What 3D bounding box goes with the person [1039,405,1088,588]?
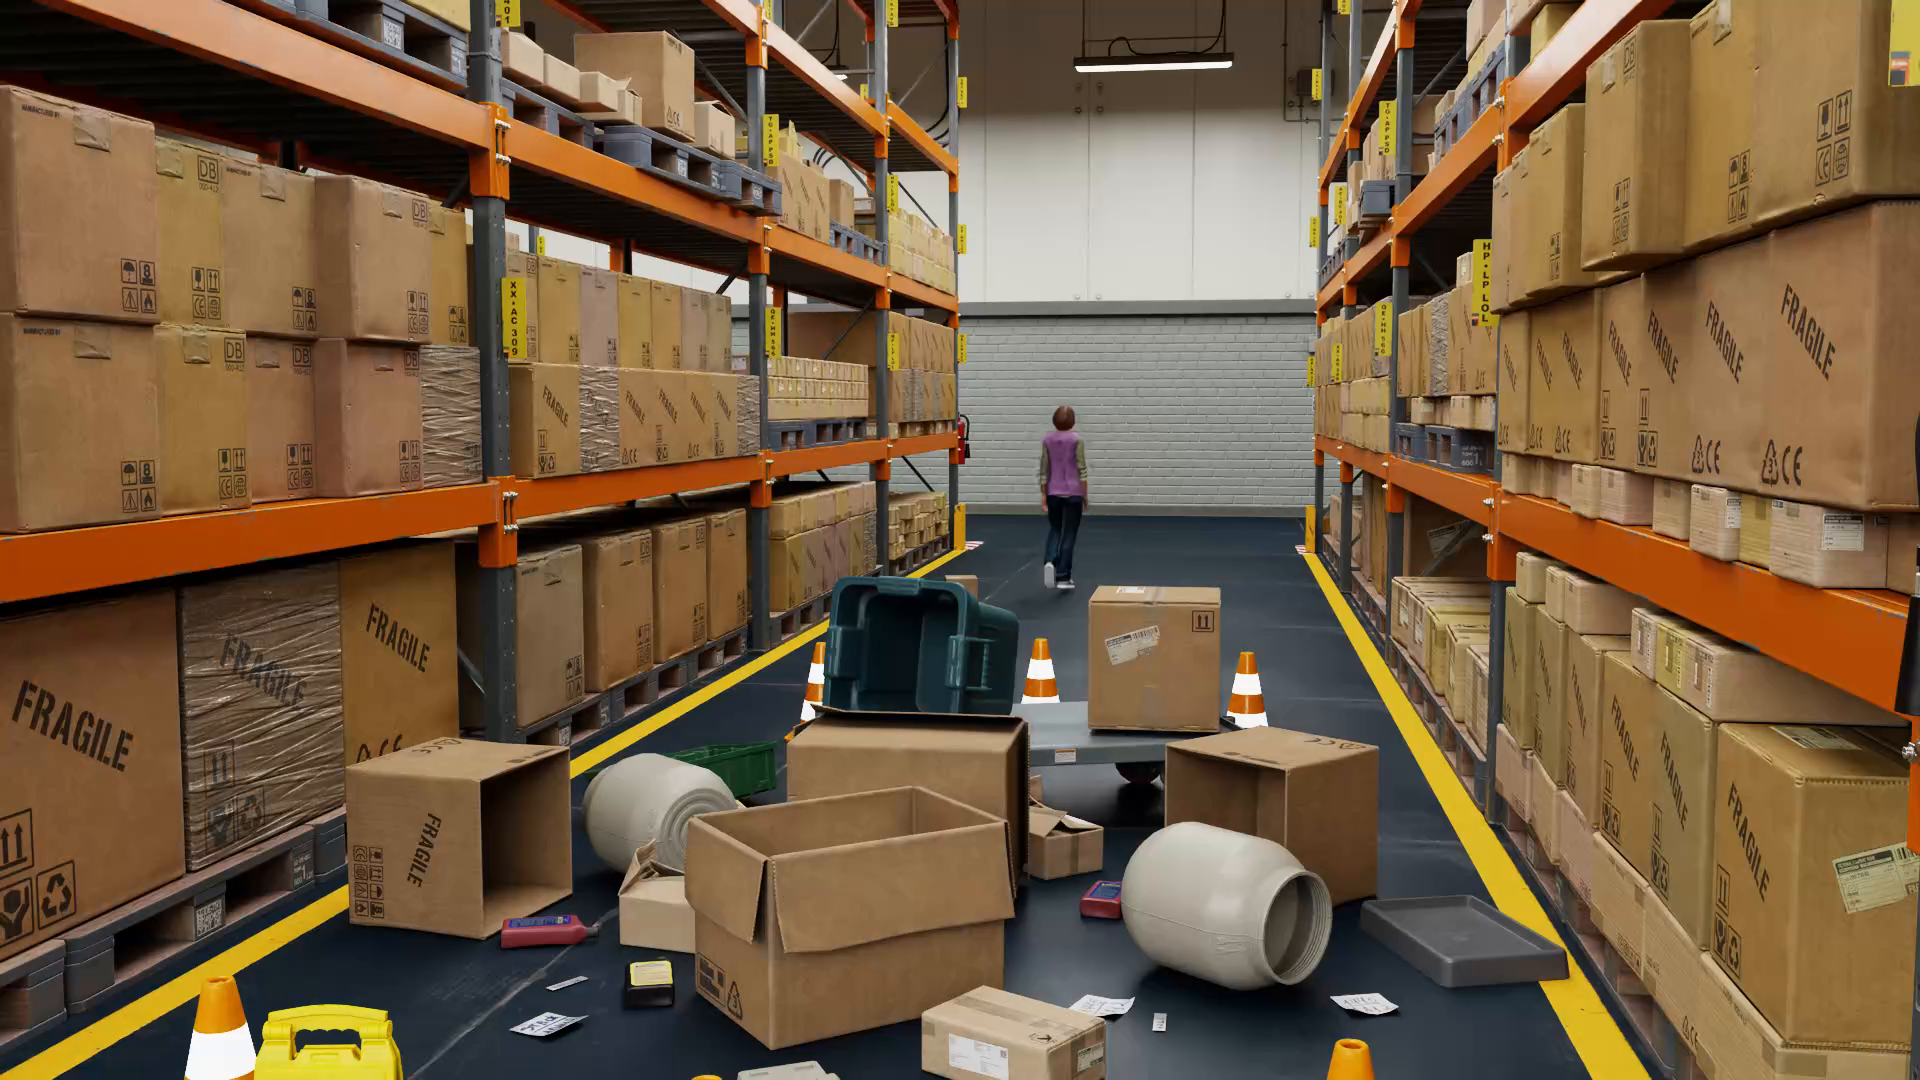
[{"bbox_3d":[0.911,-0.373,14.379,0.410,1.591,0.394,2,5,24],"label":"person"}]
